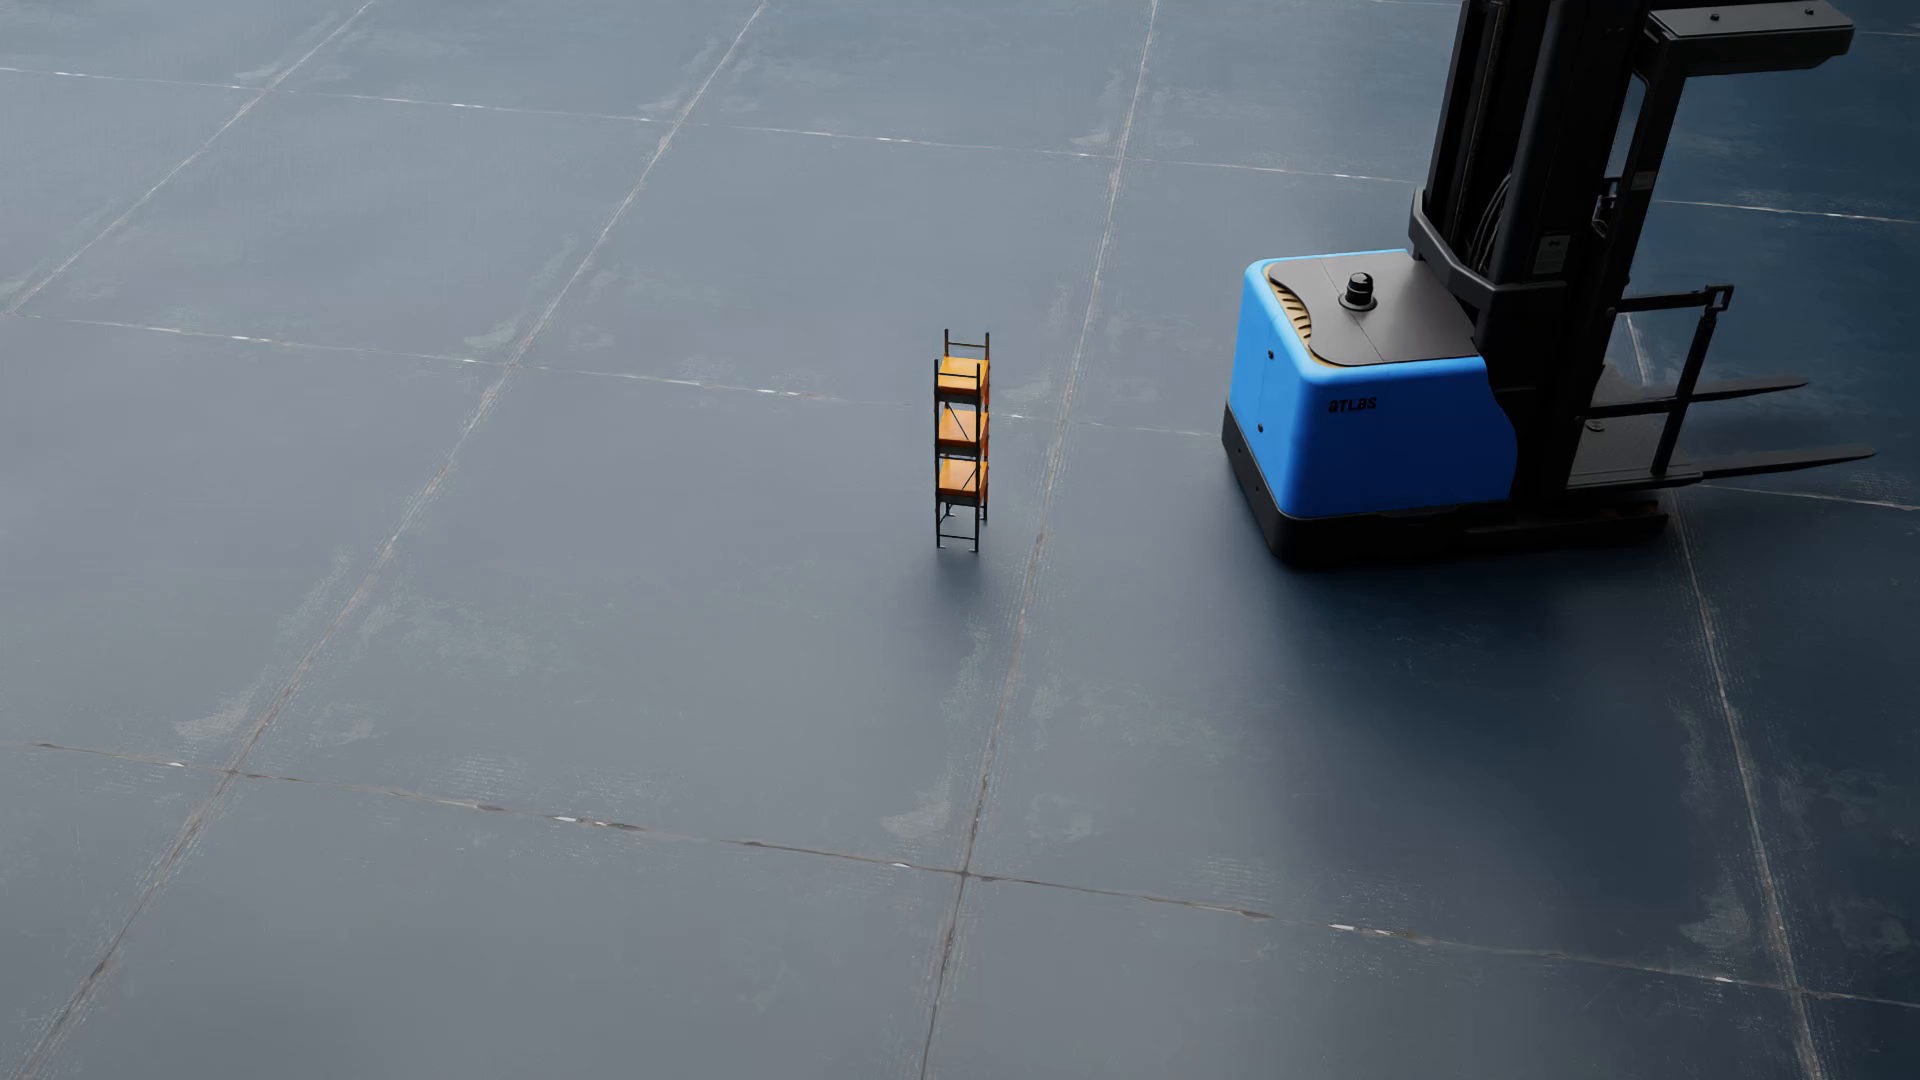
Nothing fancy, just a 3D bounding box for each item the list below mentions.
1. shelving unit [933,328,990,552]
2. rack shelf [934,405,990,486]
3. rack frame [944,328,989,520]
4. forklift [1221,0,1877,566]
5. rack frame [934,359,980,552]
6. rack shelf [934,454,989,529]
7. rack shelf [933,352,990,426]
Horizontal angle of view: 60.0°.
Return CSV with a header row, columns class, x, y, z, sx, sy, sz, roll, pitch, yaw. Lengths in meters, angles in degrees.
class,x,y,z,sx,sy,sz,roll,pitch,yaw
shelving unit,0.009,-0.438,7.553,0.215,1.050,0.252,6,40,8
rack shelf,0.009,-0.430,7.560,0.215,0.259,0.240,6,40,8
rack frame,0.030,-0.515,7.646,0.200,1.050,0.008,6,40,8
forklift,2.872,-1.443,7.292,3.031,2.935,1.130,-5,40,-7
rack frame,-0.012,-0.362,7.460,0.200,1.050,0.008,6,40,8
rack shelf,0.009,-0.216,7.737,0.215,0.259,0.240,6,40,8
rack shelf,0.009,-0.649,7.379,0.215,0.259,0.240,6,40,8
